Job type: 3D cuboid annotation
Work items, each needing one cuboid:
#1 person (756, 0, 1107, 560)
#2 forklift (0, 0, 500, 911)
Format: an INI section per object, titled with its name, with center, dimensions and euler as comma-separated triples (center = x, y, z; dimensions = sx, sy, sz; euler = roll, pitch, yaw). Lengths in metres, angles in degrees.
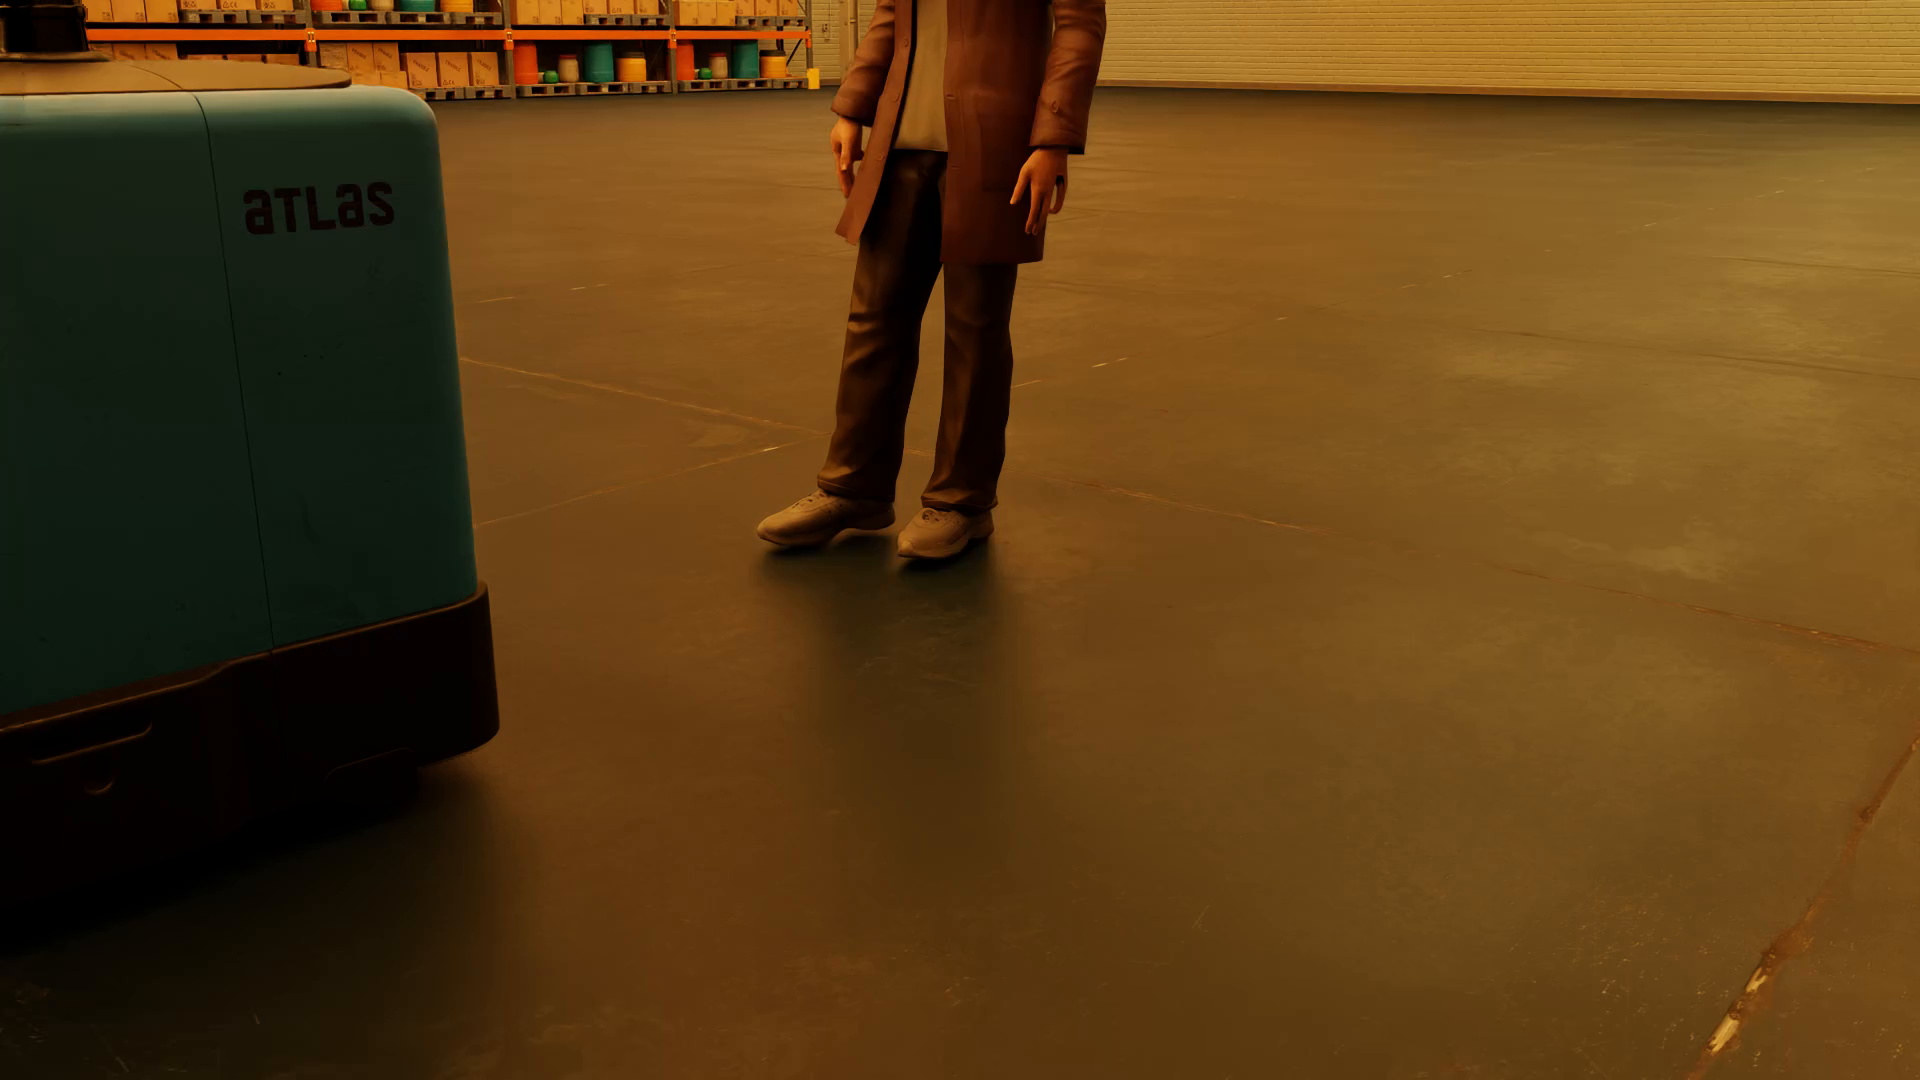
[person]
center = -0.062, -0.838, 3.616
dimensions = 0.696, 1.778, 0.579
euler = 13, 21, 37
[forklift]
center = -2.153, -0.826, 1.618
dimensions = 3.031, 2.935, 1.130
euler = -16, 23, -42
